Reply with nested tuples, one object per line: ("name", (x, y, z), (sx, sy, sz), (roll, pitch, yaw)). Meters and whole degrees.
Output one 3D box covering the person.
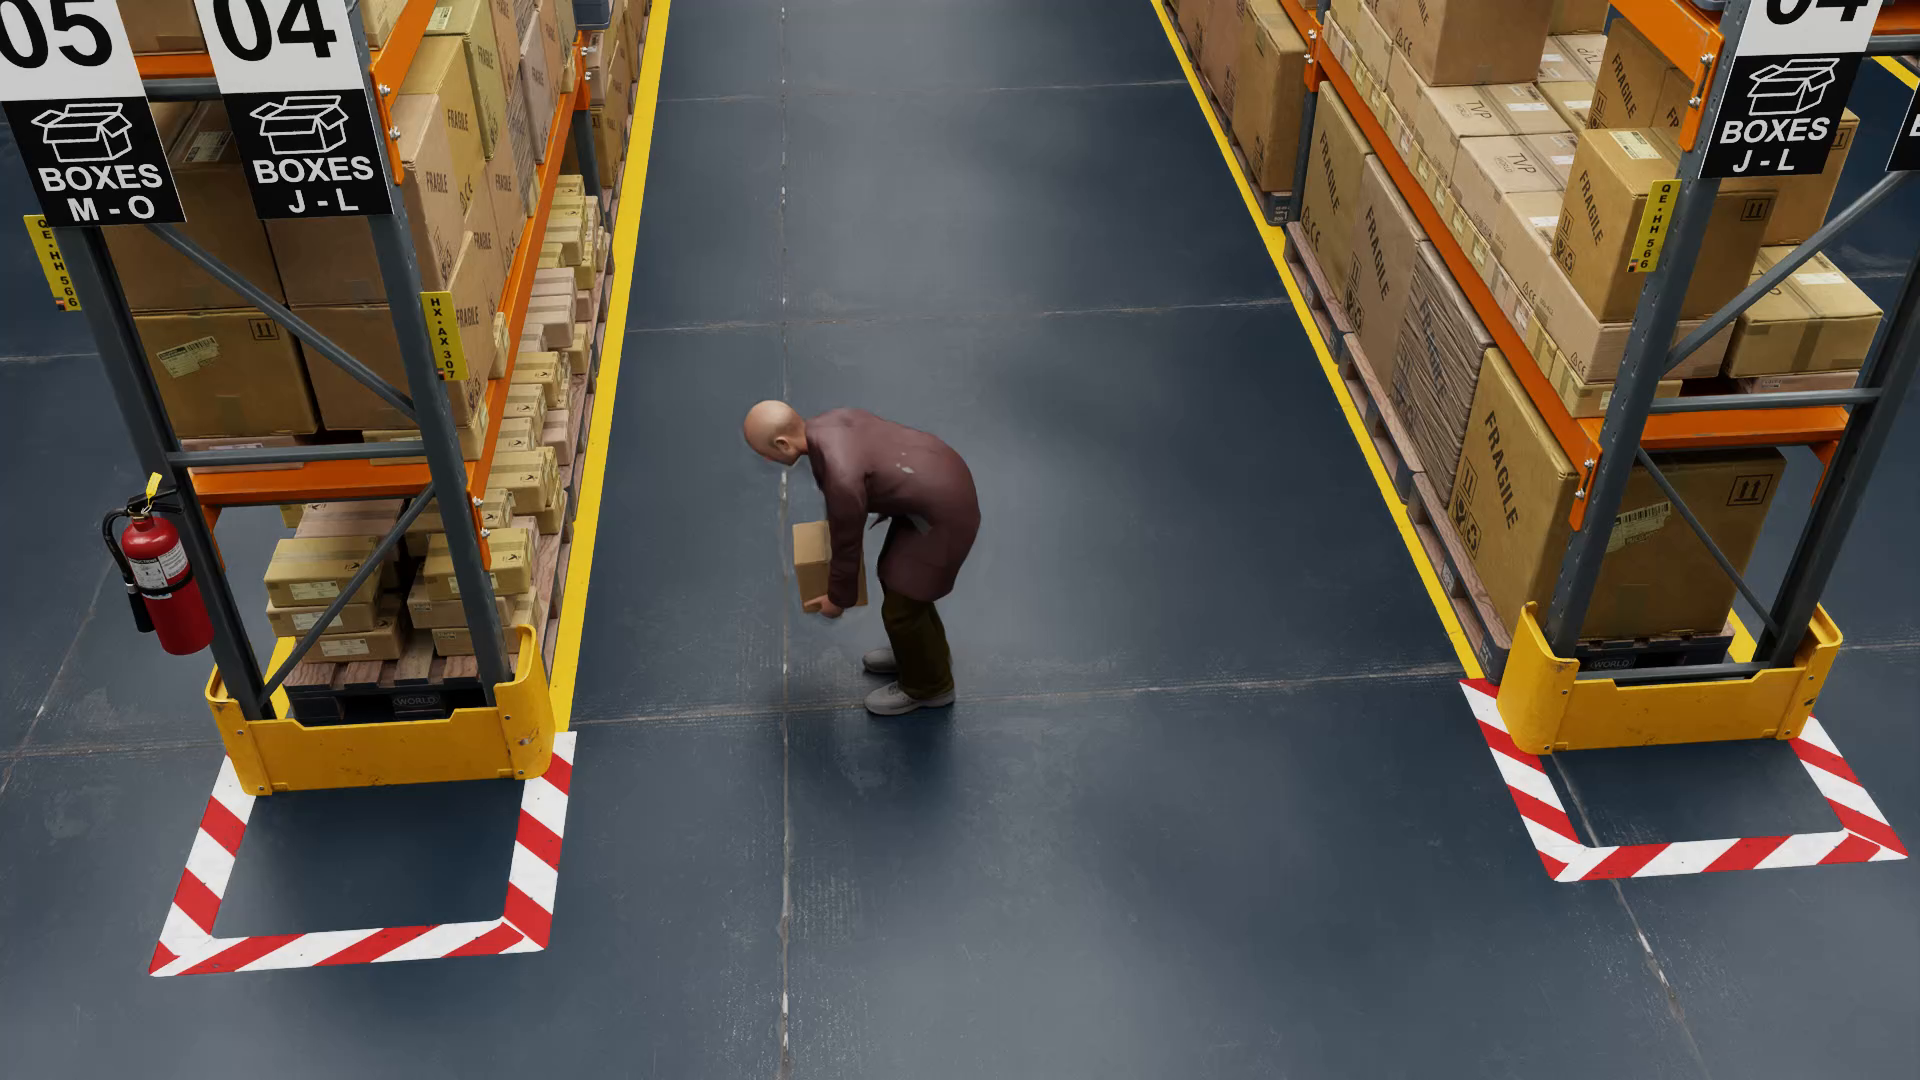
("person", (-0.352, 0.047, 6.386), (0.859, 1.435, 0.541), (-4, 39, -5))
